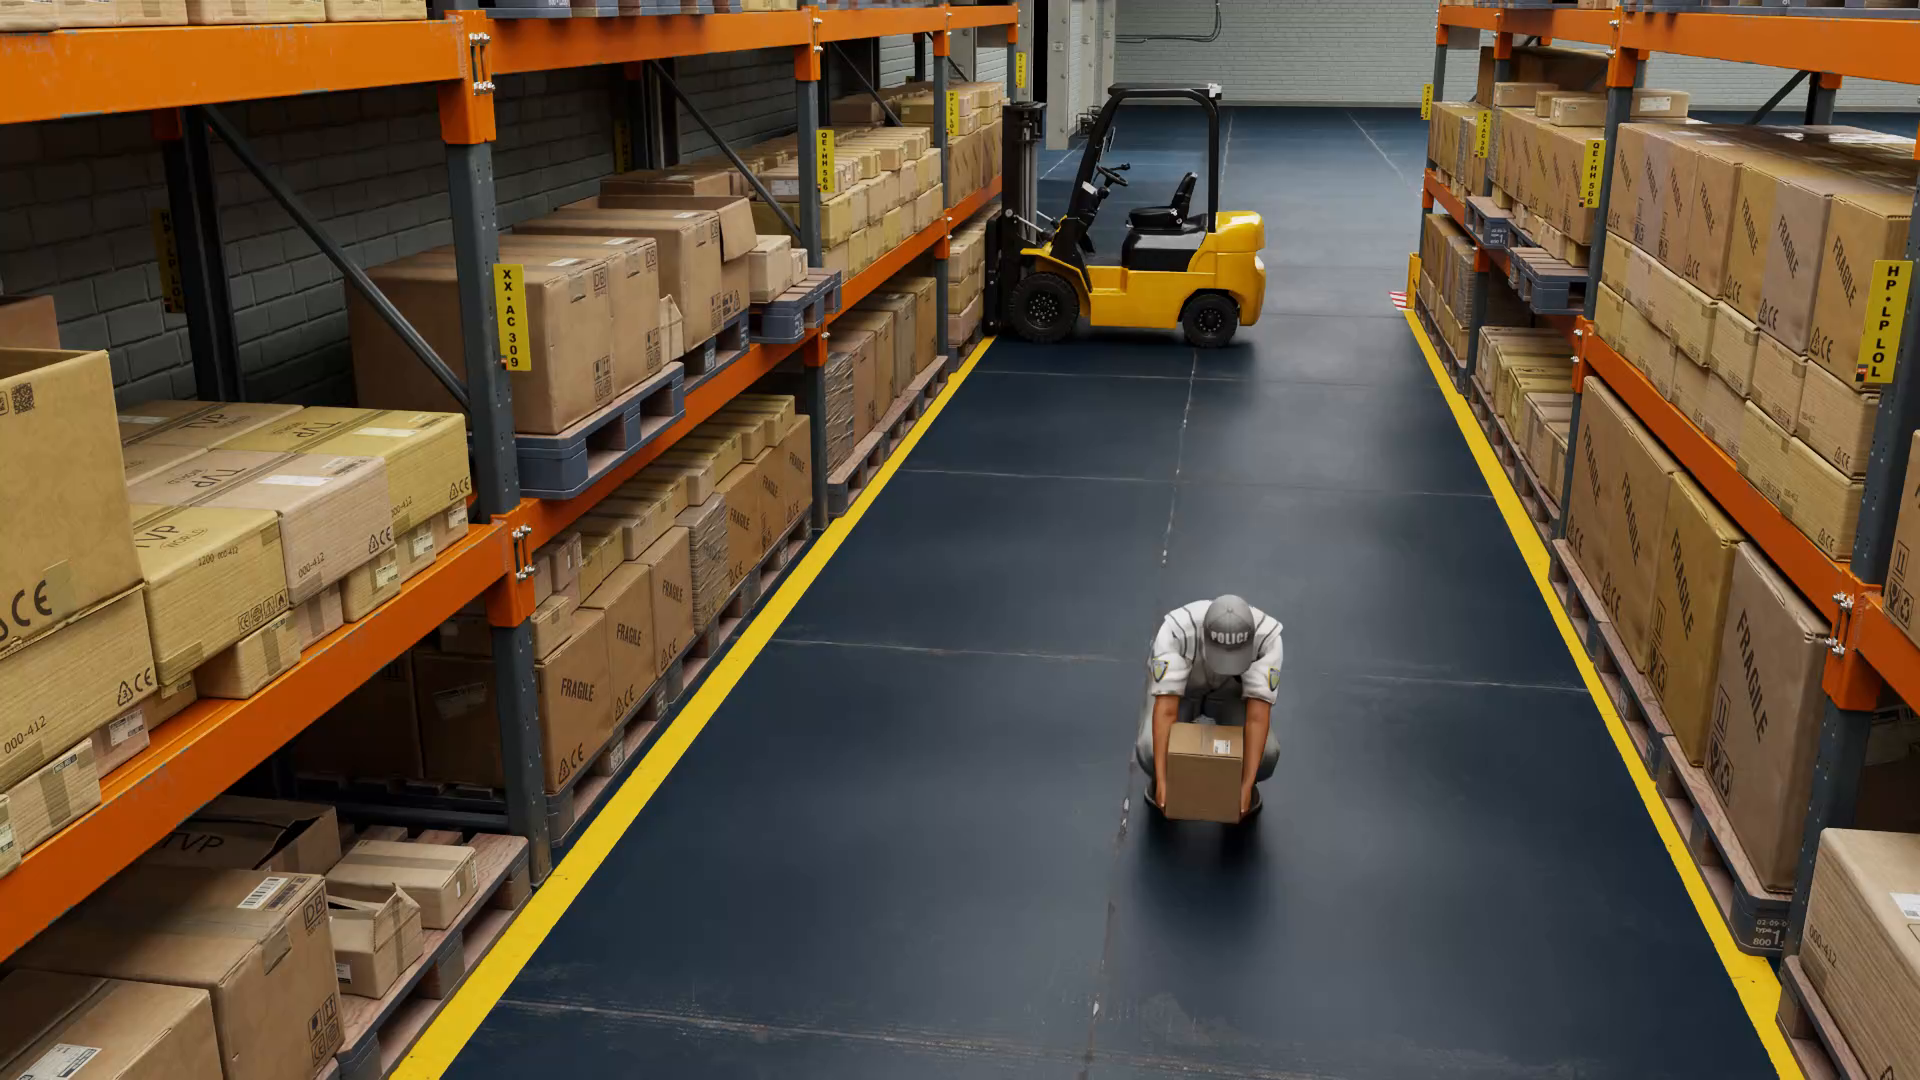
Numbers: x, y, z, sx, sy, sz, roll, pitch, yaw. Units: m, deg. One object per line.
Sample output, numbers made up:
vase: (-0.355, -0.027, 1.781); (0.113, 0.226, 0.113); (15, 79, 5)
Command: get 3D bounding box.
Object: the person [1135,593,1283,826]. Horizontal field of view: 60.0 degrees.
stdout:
person: (0.902, 0.563, 6.009); (0.517, 0.948, 0.874); (3, 18, 8)
